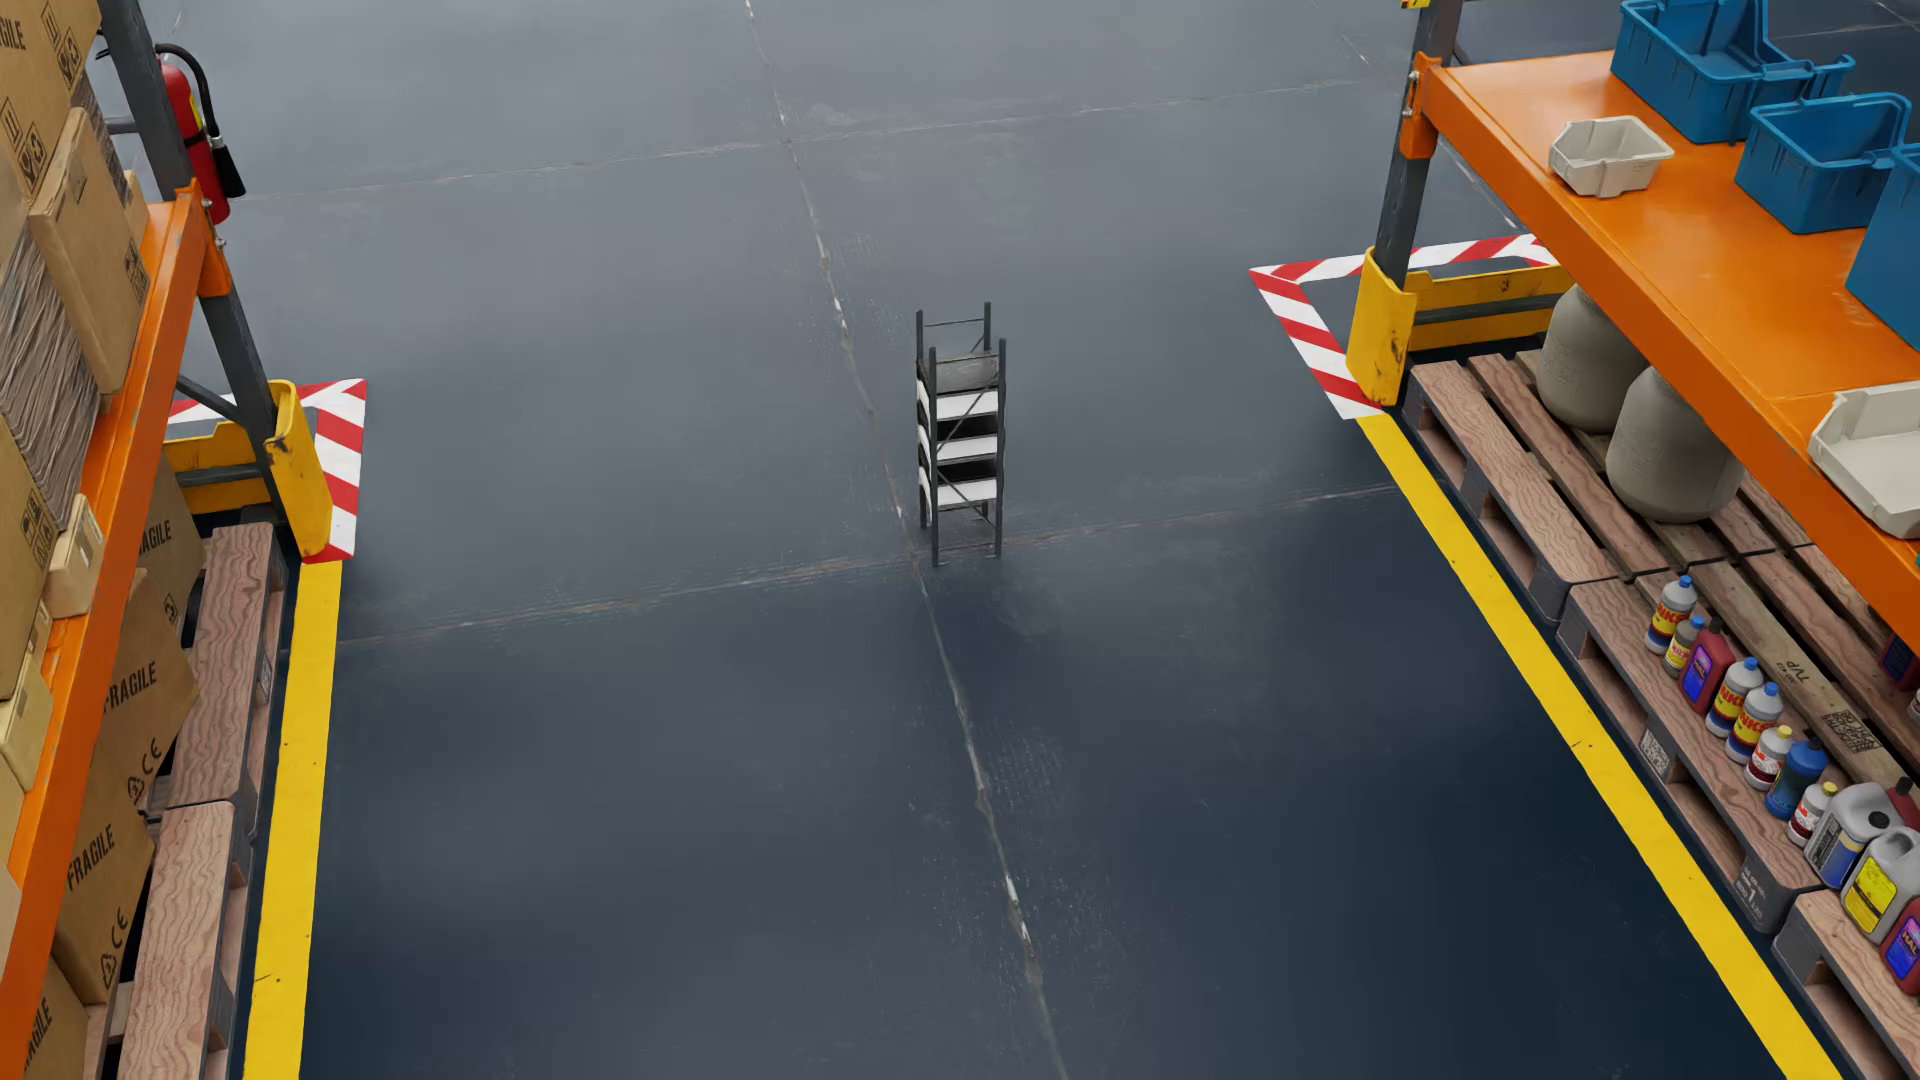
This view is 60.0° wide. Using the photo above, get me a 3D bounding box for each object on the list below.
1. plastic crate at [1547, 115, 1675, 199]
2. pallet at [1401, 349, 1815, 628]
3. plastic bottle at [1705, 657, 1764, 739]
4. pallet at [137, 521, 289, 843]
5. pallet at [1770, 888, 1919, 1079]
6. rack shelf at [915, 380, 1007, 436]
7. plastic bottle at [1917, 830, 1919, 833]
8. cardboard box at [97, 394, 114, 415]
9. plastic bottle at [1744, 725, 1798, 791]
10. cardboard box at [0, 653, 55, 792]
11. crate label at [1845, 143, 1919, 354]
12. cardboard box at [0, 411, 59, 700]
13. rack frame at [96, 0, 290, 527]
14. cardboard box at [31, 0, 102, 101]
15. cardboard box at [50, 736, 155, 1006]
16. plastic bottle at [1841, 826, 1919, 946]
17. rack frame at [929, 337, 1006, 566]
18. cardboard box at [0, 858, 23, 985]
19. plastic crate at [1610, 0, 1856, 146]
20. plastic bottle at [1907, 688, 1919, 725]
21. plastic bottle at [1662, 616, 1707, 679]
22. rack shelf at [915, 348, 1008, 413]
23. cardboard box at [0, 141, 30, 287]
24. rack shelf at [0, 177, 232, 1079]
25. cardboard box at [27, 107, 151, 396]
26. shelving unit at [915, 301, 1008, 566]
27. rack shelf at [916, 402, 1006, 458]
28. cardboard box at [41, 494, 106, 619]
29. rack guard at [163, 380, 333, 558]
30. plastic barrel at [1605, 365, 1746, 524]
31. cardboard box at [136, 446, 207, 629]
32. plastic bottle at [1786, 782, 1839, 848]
[{"bbox_3d":[1.925,-1.136,4.969,0.298,0.136,0.250,-8,42,-9],"label":"plastic crate"},{"bbox_3d":[2.278,-0.248,5.870,1.003,0.211,1.213,-8,42,-9],"label":"pallet"},{"bbox_3d":[2.207,0.437,4.722,0.097,0.271,0.097,0,42,0],"label":"plastic bottle"},{"bbox_3d":[-2.633,0.473,5.058,1.003,0.211,1.213,-8,42,-9],"label":"pallet"},{"bbox_3d":[2.805,1.334,4.088,1.003,0.211,1.213,-8,42,-9],"label":"pallet"},{"bbox_3d":[0.002,-0.441,5.348,0.258,0.077,0.200,-8,42,-9],"label":"rack shelf"},{"bbox_3d":[2.472,0.842,4.256,0.061,0.283,0.133,-8,42,-9],"label":"plastic bottle"},{"bbox_3d":[-2.331,-0.421,4.154,0.380,0.149,0.250,-8,42,-9],"label":"cardboard box"},{"bbox_3d":[2.250,0.593,4.599,0.097,0.201,0.097,0,42,0],"label":"plastic bottle"},{"bbox_3d":[-2.016,0.383,3.248,0.380,0.149,0.250,-8,42,-9],"label":"cardboard box"},{"bbox_3d":[2.707,-0.719,4.274,0.502,0.435,0.616,-8,42,-9],"label":"crate label"},{"bbox_3d":[-2.311,0.024,3.164,0.875,0.500,0.500,-8,42,-9],"label":"cardboard box"},{"bbox_3d":[-2.790,-1.151,4.787,1.000,3.000,0.127,-8,42,-9],"label":"rack frame"},{"bbox_3d":[-2.430,-1.352,3.961,0.500,0.500,0.500,-8,42,-9],"label":"cardboard box"},{"bbox_3d":[-2.393,0.825,4.127,0.500,0.500,0.500,-5,42,-5],"label":"cardboard box"},{"bbox_3d":[2.378,0.849,4.199,0.144,0.351,0.185,-9,42,-10],"label":"plastic bottle"},{"bbox_3d":[0.024,-0.265,5.371,0.240,0.900,0.006,-8,42,-9],"label":"rack frame"},{"bbox_3d":[-1.879,0.703,2.888,0.380,0.149,0.250,-8,42,-9],"label":"cardboard box"},{"bbox_3d":[2.446,-1.523,5.319,0.499,0.251,0.616,-8,42,-9],"label":"plastic crate"},{"bbox_3d":[2.810,0.436,4.775,0.097,0.201,0.097,0,42,0],"label":"plastic bottle"},{"bbox_3d":[2.155,0.308,4.919,0.097,0.201,0.097,0,42,0],"label":"plastic bottle"},{"bbox_3d":[0.002,-0.508,5.288,0.258,0.077,0.200,-8,42,-9],"label":"rack shelf"},{"bbox_3d":[-2.211,-0.705,3.232,0.500,0.500,0.500,-8,42,-9],"label":"cardboard box"},{"bbox_3d":[-2.359,0.415,3.565,1.077,0.370,4.000,-8,42,-9],"label":"rack shelf"},{"bbox_3d":[-2.473,-0.632,3.903,0.875,0.500,0.500,-8,42,-9],"label":"cardboard box"},{"bbox_3d":[0.002,-0.331,5.445,0.258,0.900,0.210,-8,42,-9],"label":"shelving unit"},{"bbox_3d":[0.002,-0.374,5.408,0.258,0.077,0.200,-8,42,-9],"label":"rack shelf"},{"bbox_3d":[-2.101,0.056,3.617,0.380,0.149,0.250,-8,42,-9],"label":"cardboard box"},{"bbox_3d":[-2.774,-0.167,5.561,1.175,0.500,0.348,-8,42,-9],"label":"rack guard"},{"bbox_3d":[2.371,-0.347,5.439,0.421,0.512,0.421,0,42,0],"label":"plastic barrel"},{"bbox_3d":[-2.672,0.034,5.019,0.500,0.500,0.500,-1,42,-1],"label":"cardboard box"},{"bbox_3d":[2.294,0.726,4.449,0.097,0.201,0.097,0,42,0],"label":"plastic bottle"}]
